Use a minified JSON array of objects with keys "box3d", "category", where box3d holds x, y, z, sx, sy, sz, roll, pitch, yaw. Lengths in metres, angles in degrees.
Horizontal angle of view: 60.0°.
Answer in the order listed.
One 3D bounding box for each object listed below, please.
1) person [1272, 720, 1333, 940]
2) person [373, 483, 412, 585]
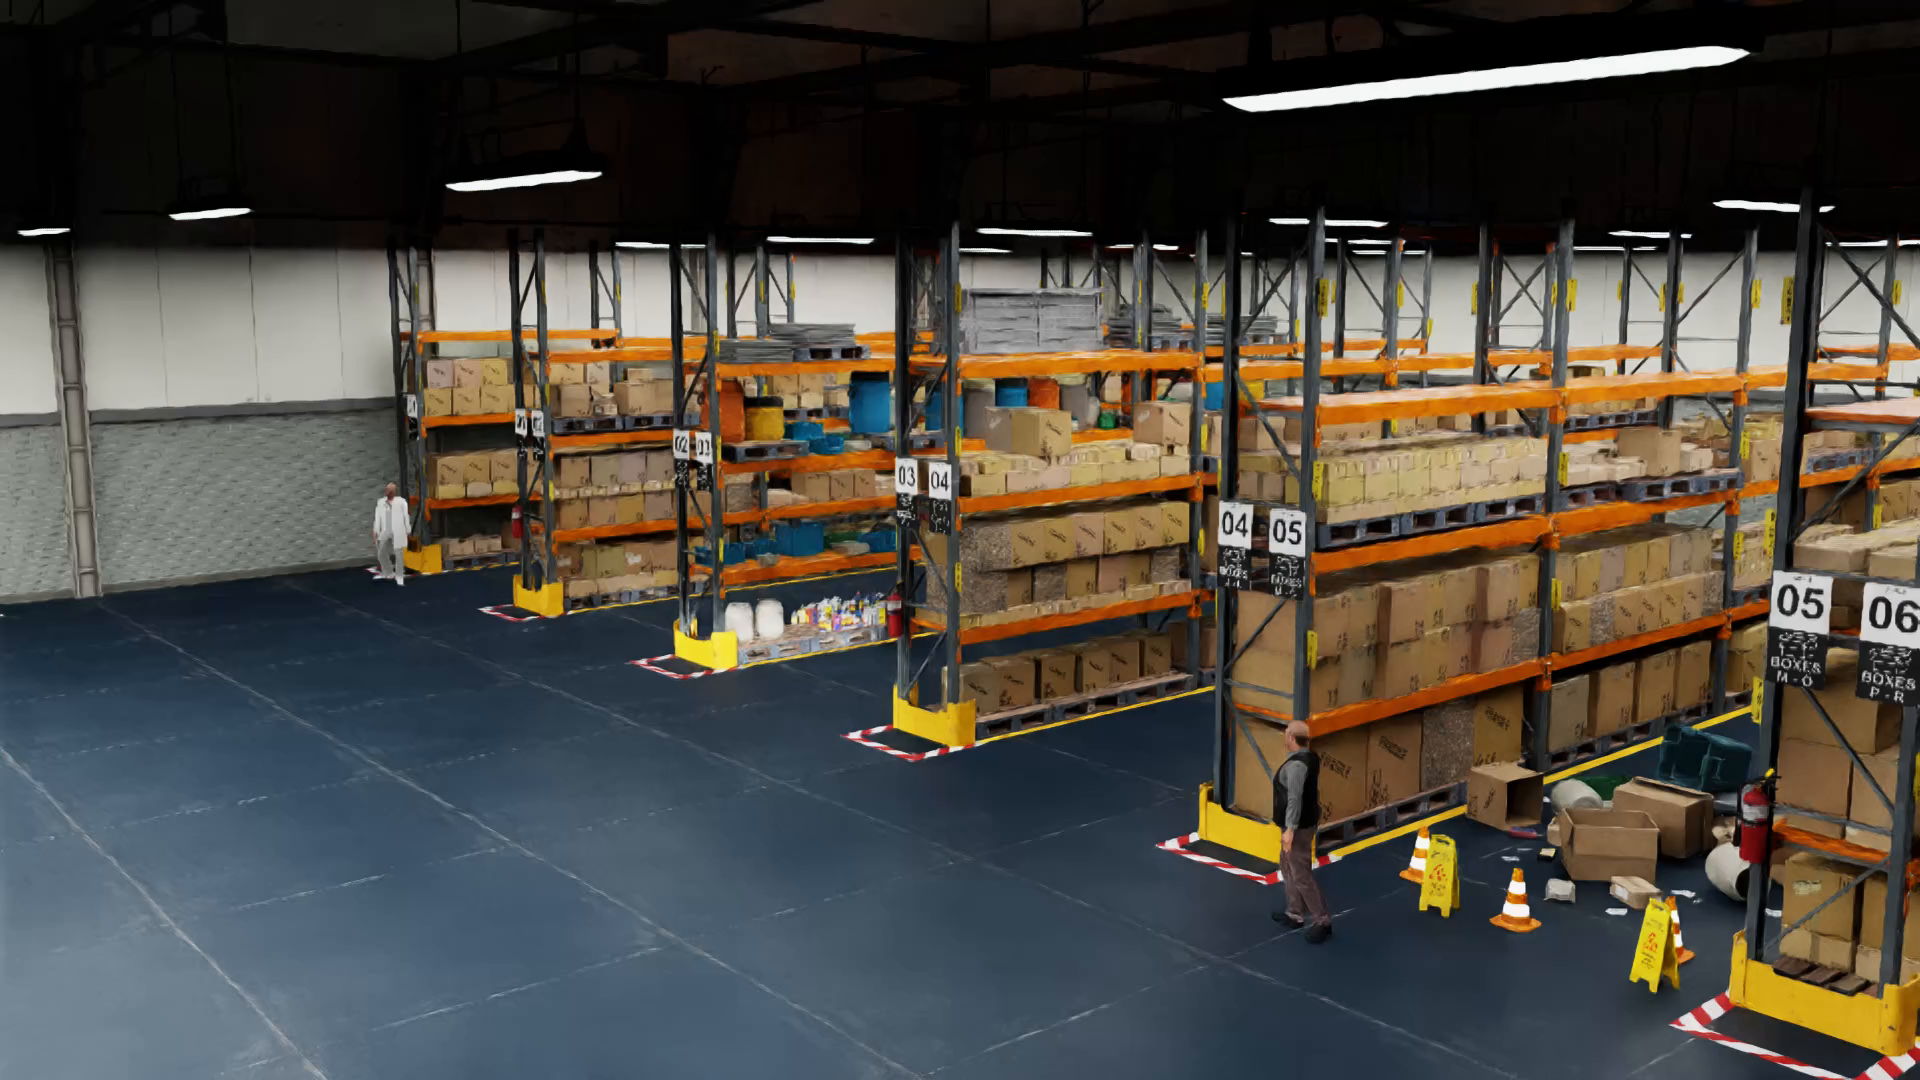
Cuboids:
[{"box3d":[2.761,2.299,13.331,0.536,1.713,0.628,4,10,23],"category":"person"},{"box3d":[-9.897,-0.091,28.807,0.790,1.702,0.526,1,9,8],"category":"person"}]
